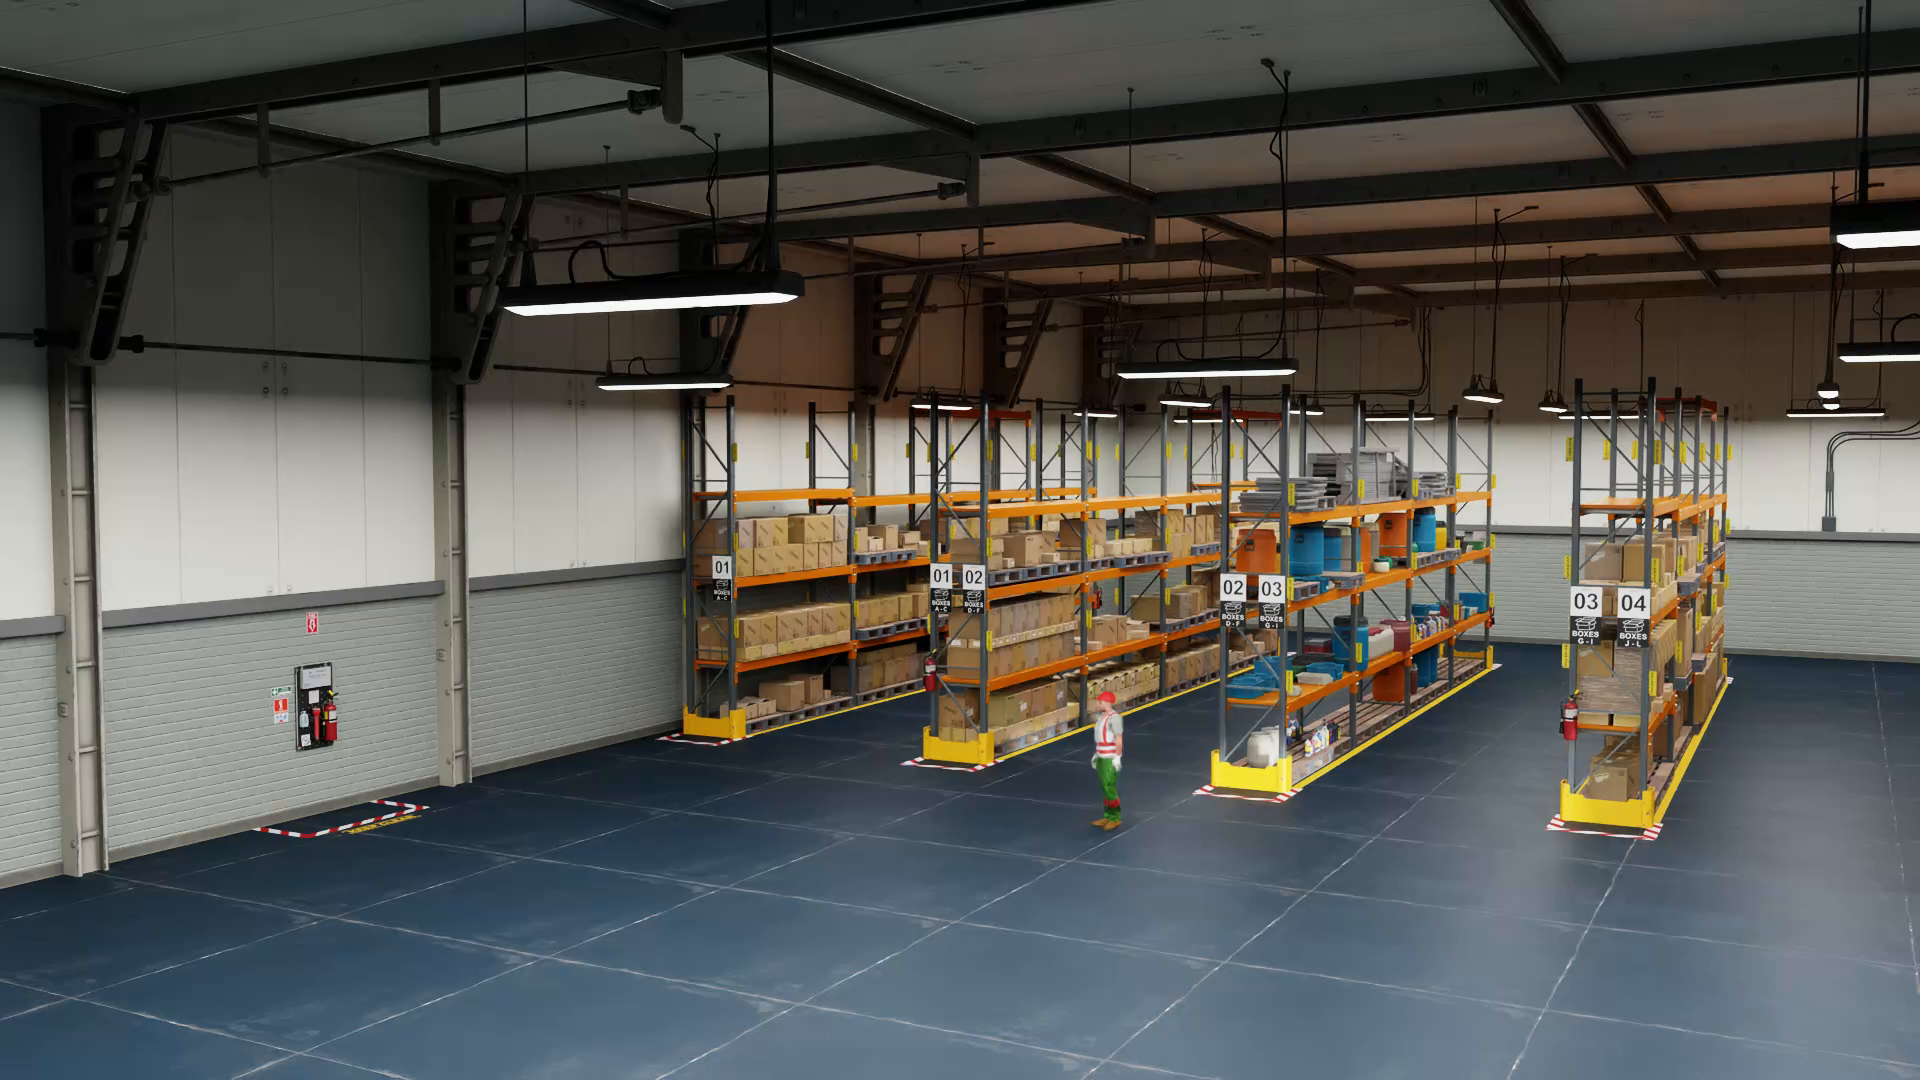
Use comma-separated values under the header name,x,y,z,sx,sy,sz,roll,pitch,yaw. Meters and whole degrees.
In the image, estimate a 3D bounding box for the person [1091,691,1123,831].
name,x,y,z,sx,sy,sz,roll,pitch,yaw
person,1.958,2.946,22.275,0.368,1.833,0.595,-1,3,-20
